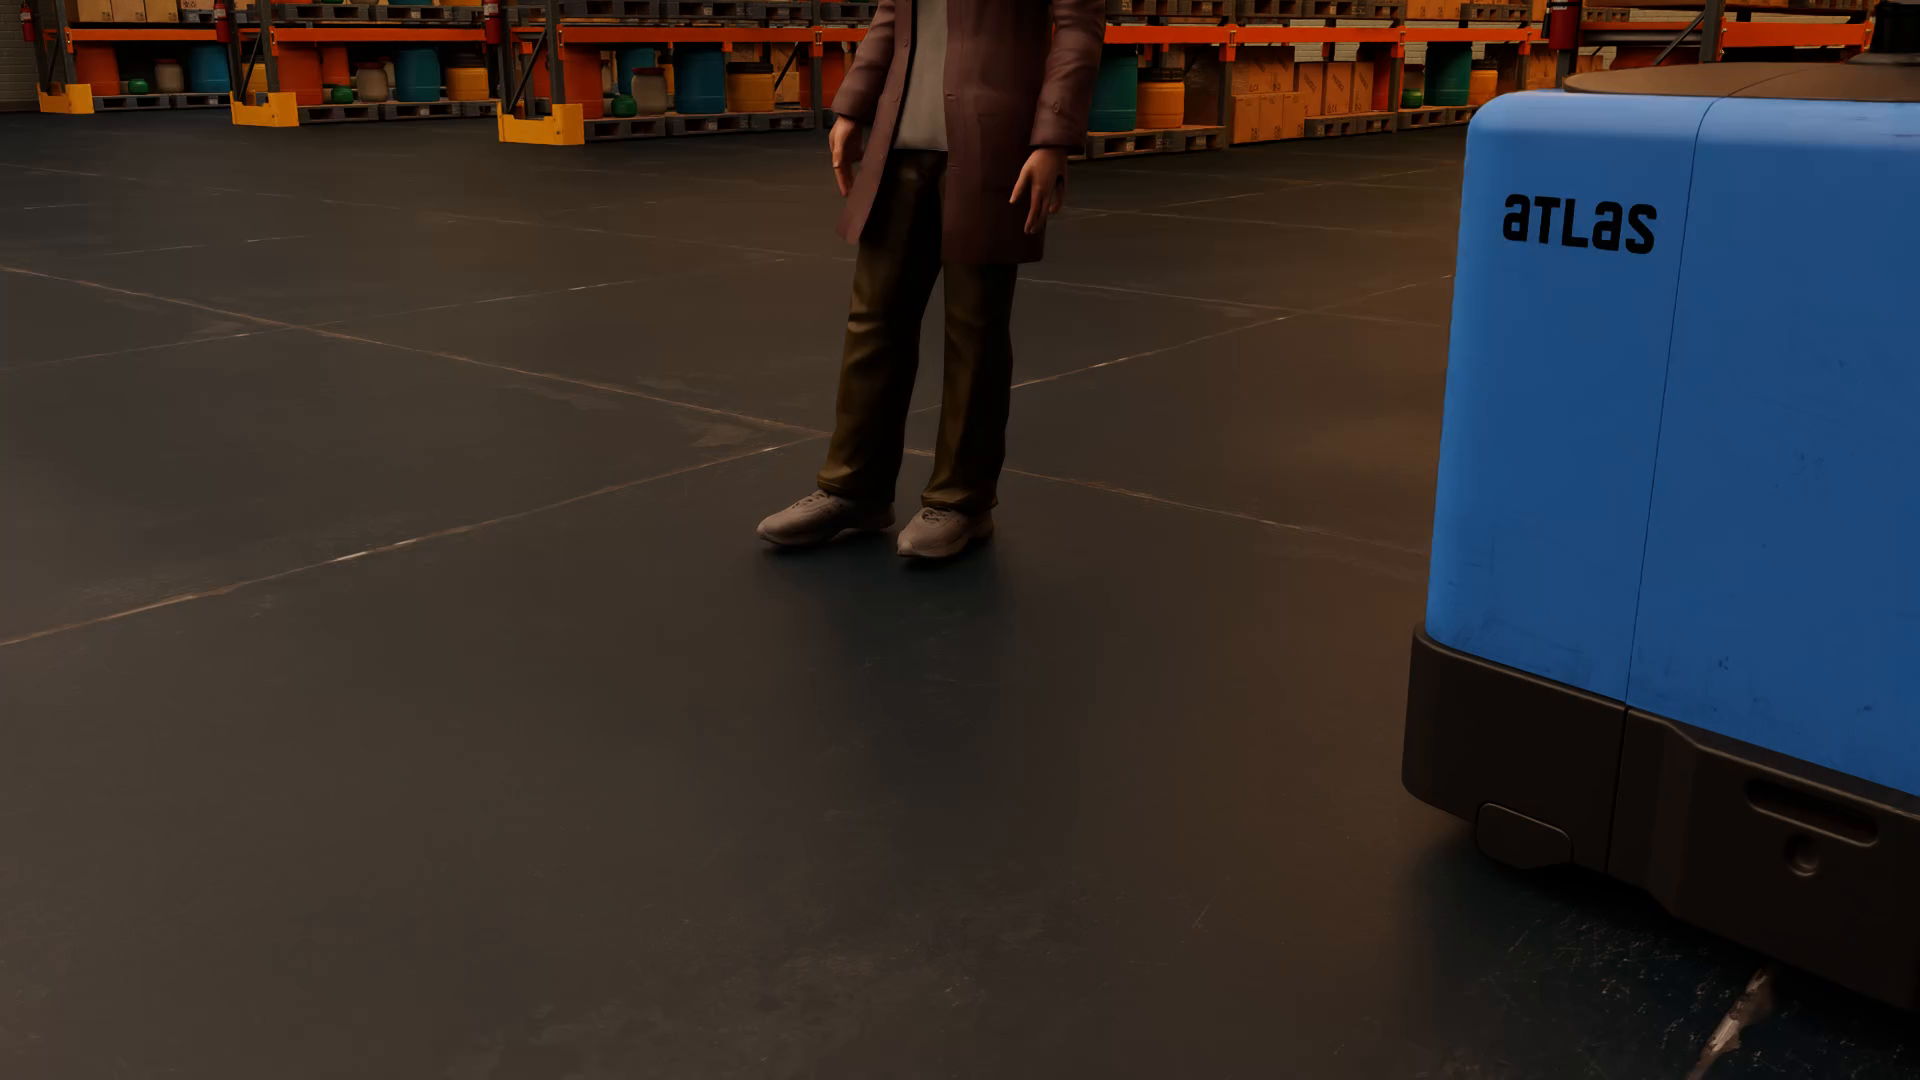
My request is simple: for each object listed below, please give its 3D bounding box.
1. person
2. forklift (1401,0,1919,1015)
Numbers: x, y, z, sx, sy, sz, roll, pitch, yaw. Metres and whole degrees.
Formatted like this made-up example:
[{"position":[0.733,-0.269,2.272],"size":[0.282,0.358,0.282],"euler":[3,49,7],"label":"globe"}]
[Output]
[{"position":[-0.061,-0.838,3.616],"size":[0.698,1.778,0.579],"euler":[13,21,37],"label":"person"},{"position":[1.992,-0.730,1.301],"size":[1.130,2.935,3.031],"euler":[-14,22,-38],"label":"forklift"}]
